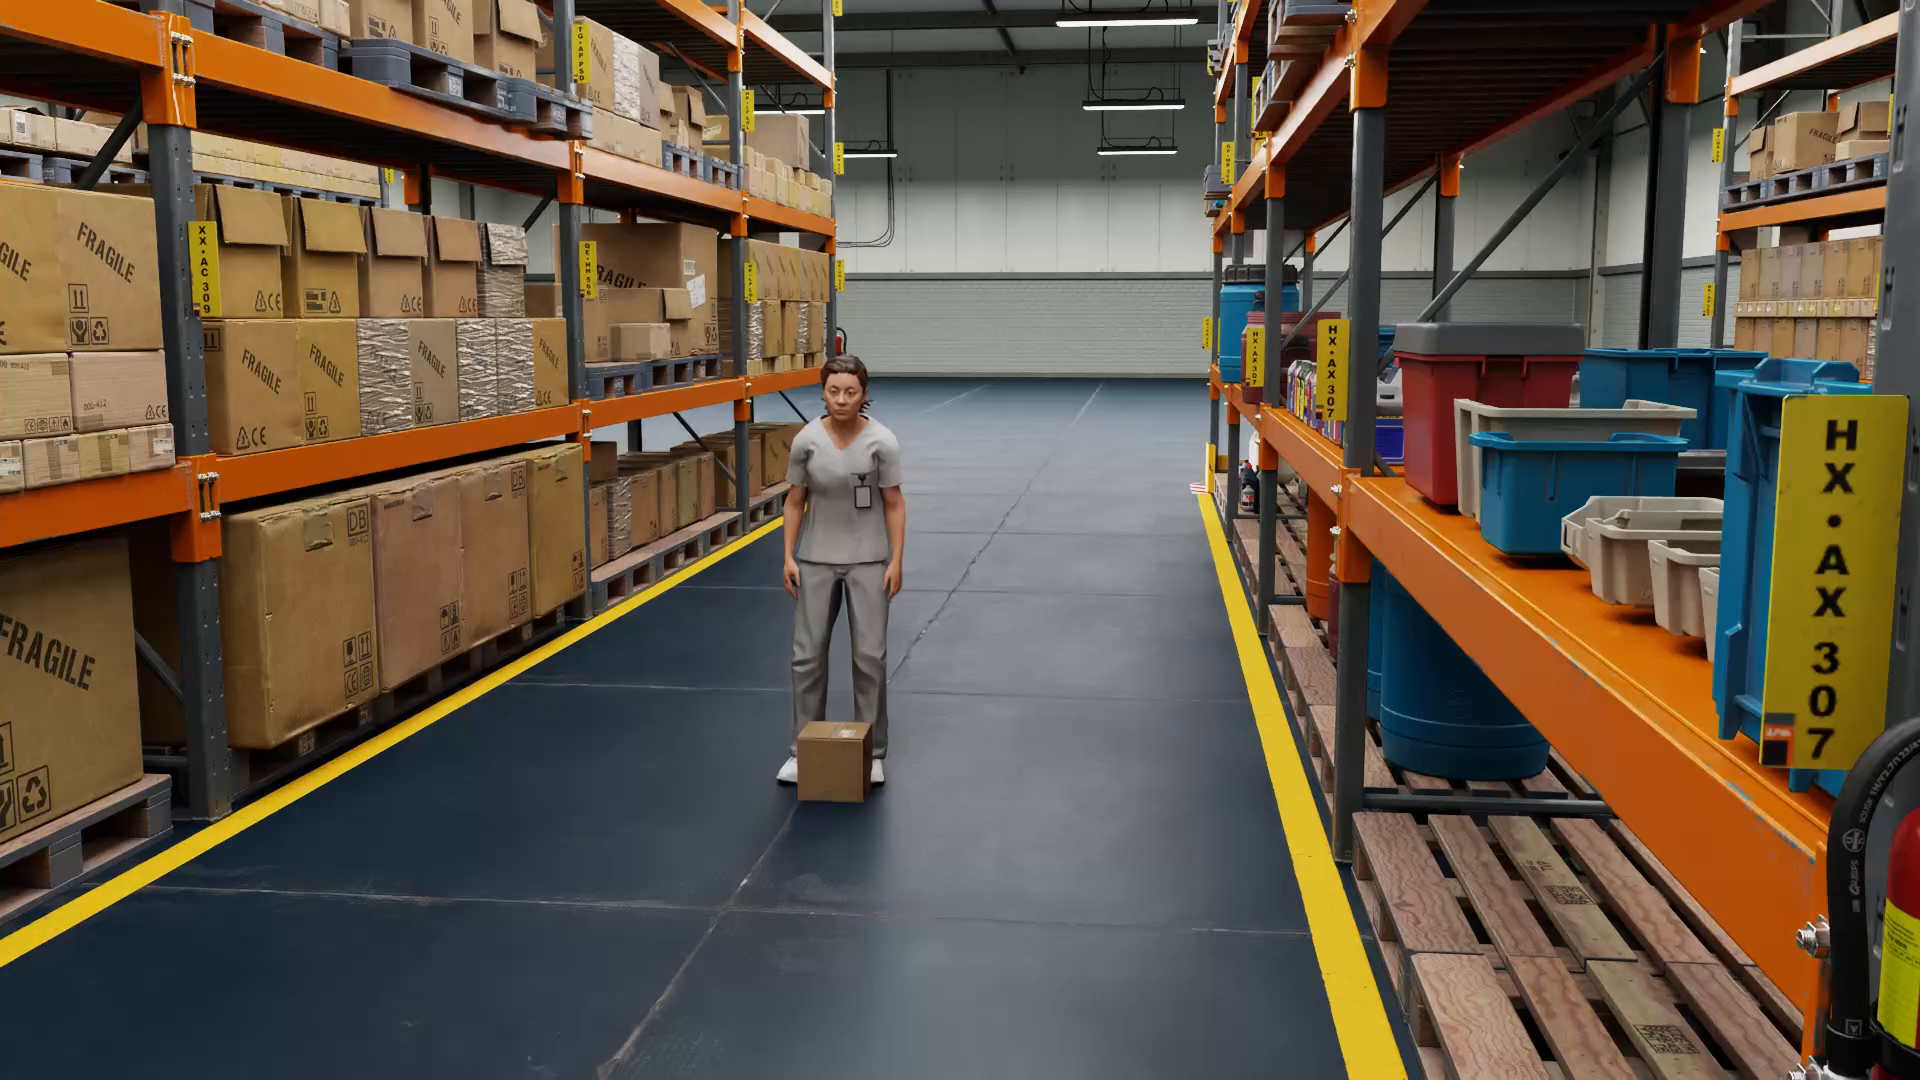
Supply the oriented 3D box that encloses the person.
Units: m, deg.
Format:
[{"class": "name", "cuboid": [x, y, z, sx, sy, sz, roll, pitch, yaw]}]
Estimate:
[{"class": "person", "cuboid": [-0.460, 0.108, 6.503, 0.494, 1.672, 0.361, 1, 8, 4]}]
